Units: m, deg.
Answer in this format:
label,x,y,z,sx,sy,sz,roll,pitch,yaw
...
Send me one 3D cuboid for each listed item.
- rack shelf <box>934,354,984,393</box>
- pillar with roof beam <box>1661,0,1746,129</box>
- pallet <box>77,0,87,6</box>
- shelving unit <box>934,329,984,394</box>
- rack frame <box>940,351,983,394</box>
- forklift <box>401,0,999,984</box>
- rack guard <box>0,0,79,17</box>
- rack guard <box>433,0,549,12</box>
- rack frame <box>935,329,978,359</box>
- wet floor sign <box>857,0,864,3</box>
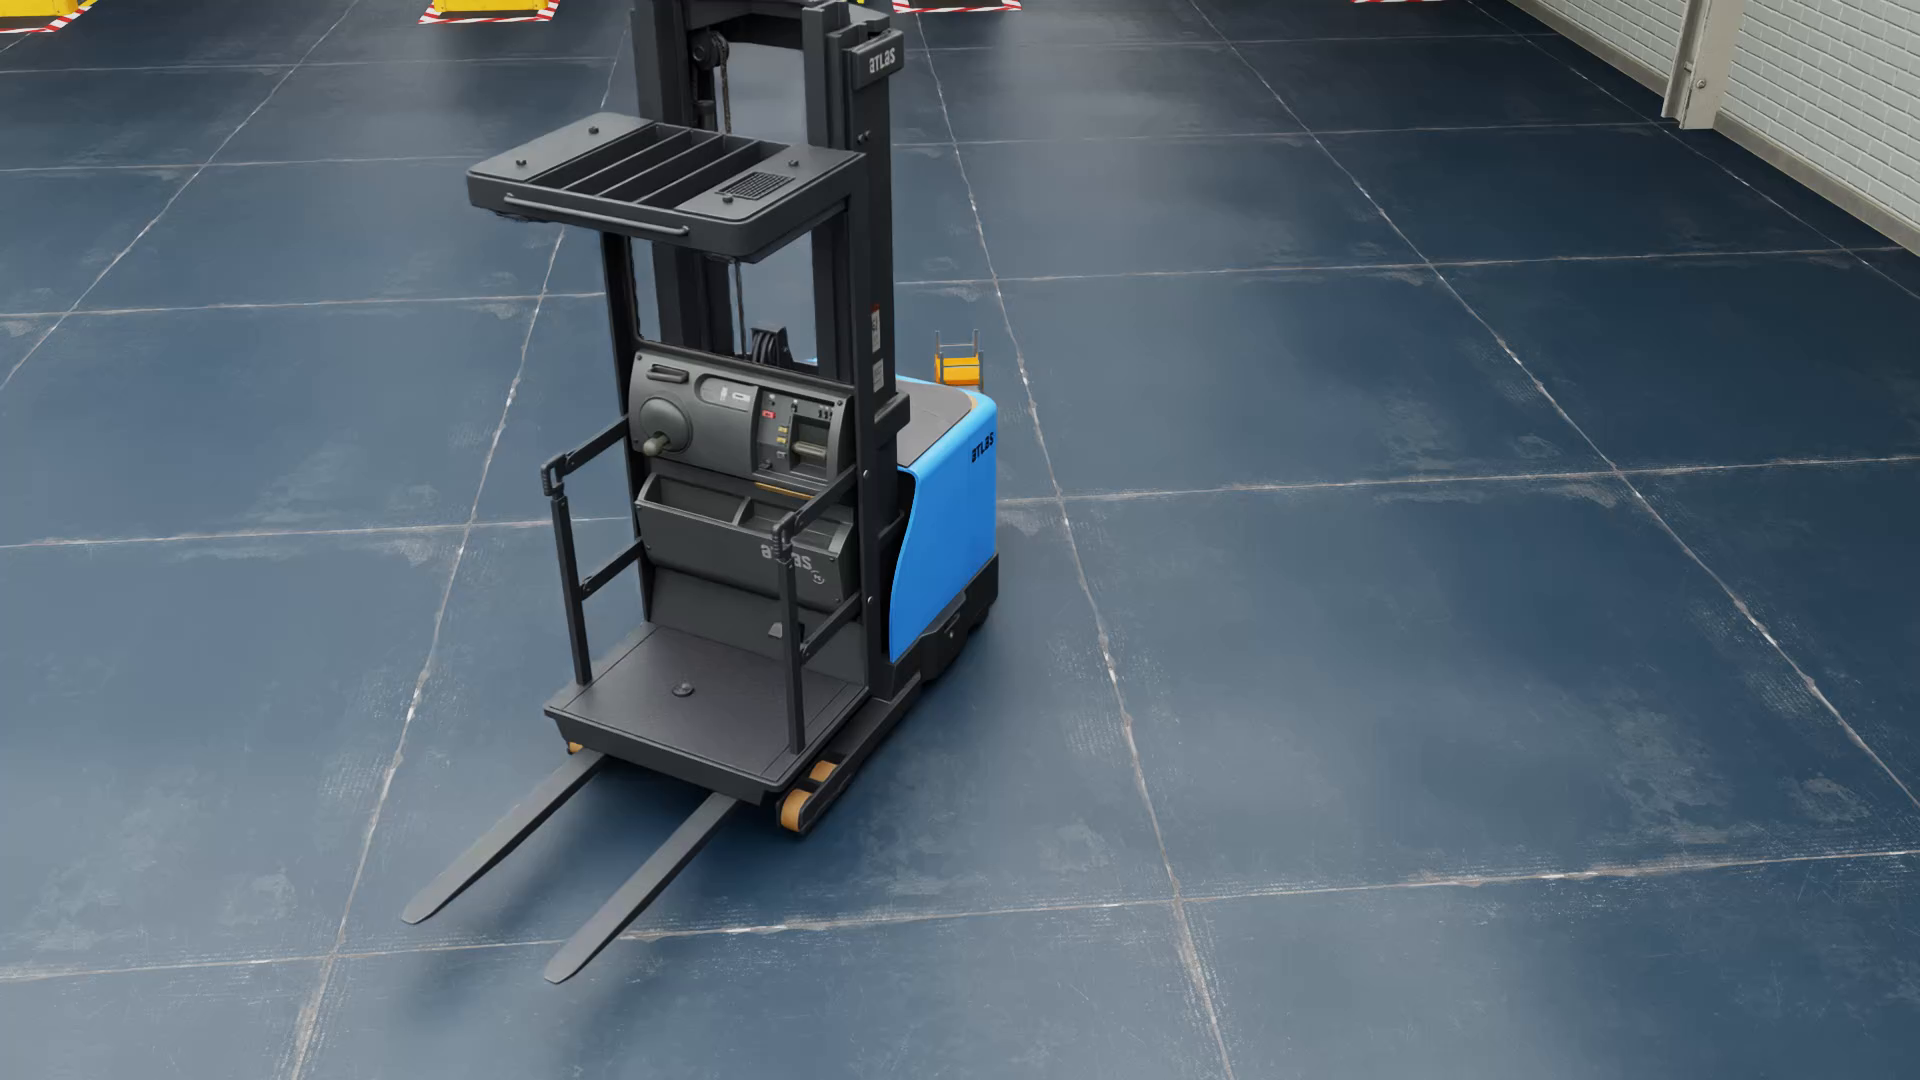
label,x,y,z,sx,sy,sz,roll,pitch,yaw
rack shelf,-0.005,-0.713,7.886,0.215,0.259,0.240,-3,31,-5
pillar with roof beam,1.956,-7.243,11.600,9.100,9.000,0.400,-3,31,-5
pallet,-10.007,-6.082,18.226,1.003,0.211,1.213,-3,31,-5
shelving unit,-0.005,-0.478,8.027,0.215,1.050,0.252,-3,31,-5
rack frame,0.006,-0.416,7.922,0.200,1.050,0.008,-3,31,-5
forklift,-0.932,-0.396,6.055,1.130,2.935,3.031,14,34,22
rack guard,-9.966,-5.789,17.455,1.175,0.500,0.348,-3,31,-5
rack guard,-5.009,-5.924,17.681,1.175,0.500,0.348,-3,31,-5
rack frame,-0.016,-0.540,8.131,0.200,1.050,0.008,-3,31,-5
wet floor sign,-1.140,-6.139,17.899,0.267,0.644,0.232,8,32,13
